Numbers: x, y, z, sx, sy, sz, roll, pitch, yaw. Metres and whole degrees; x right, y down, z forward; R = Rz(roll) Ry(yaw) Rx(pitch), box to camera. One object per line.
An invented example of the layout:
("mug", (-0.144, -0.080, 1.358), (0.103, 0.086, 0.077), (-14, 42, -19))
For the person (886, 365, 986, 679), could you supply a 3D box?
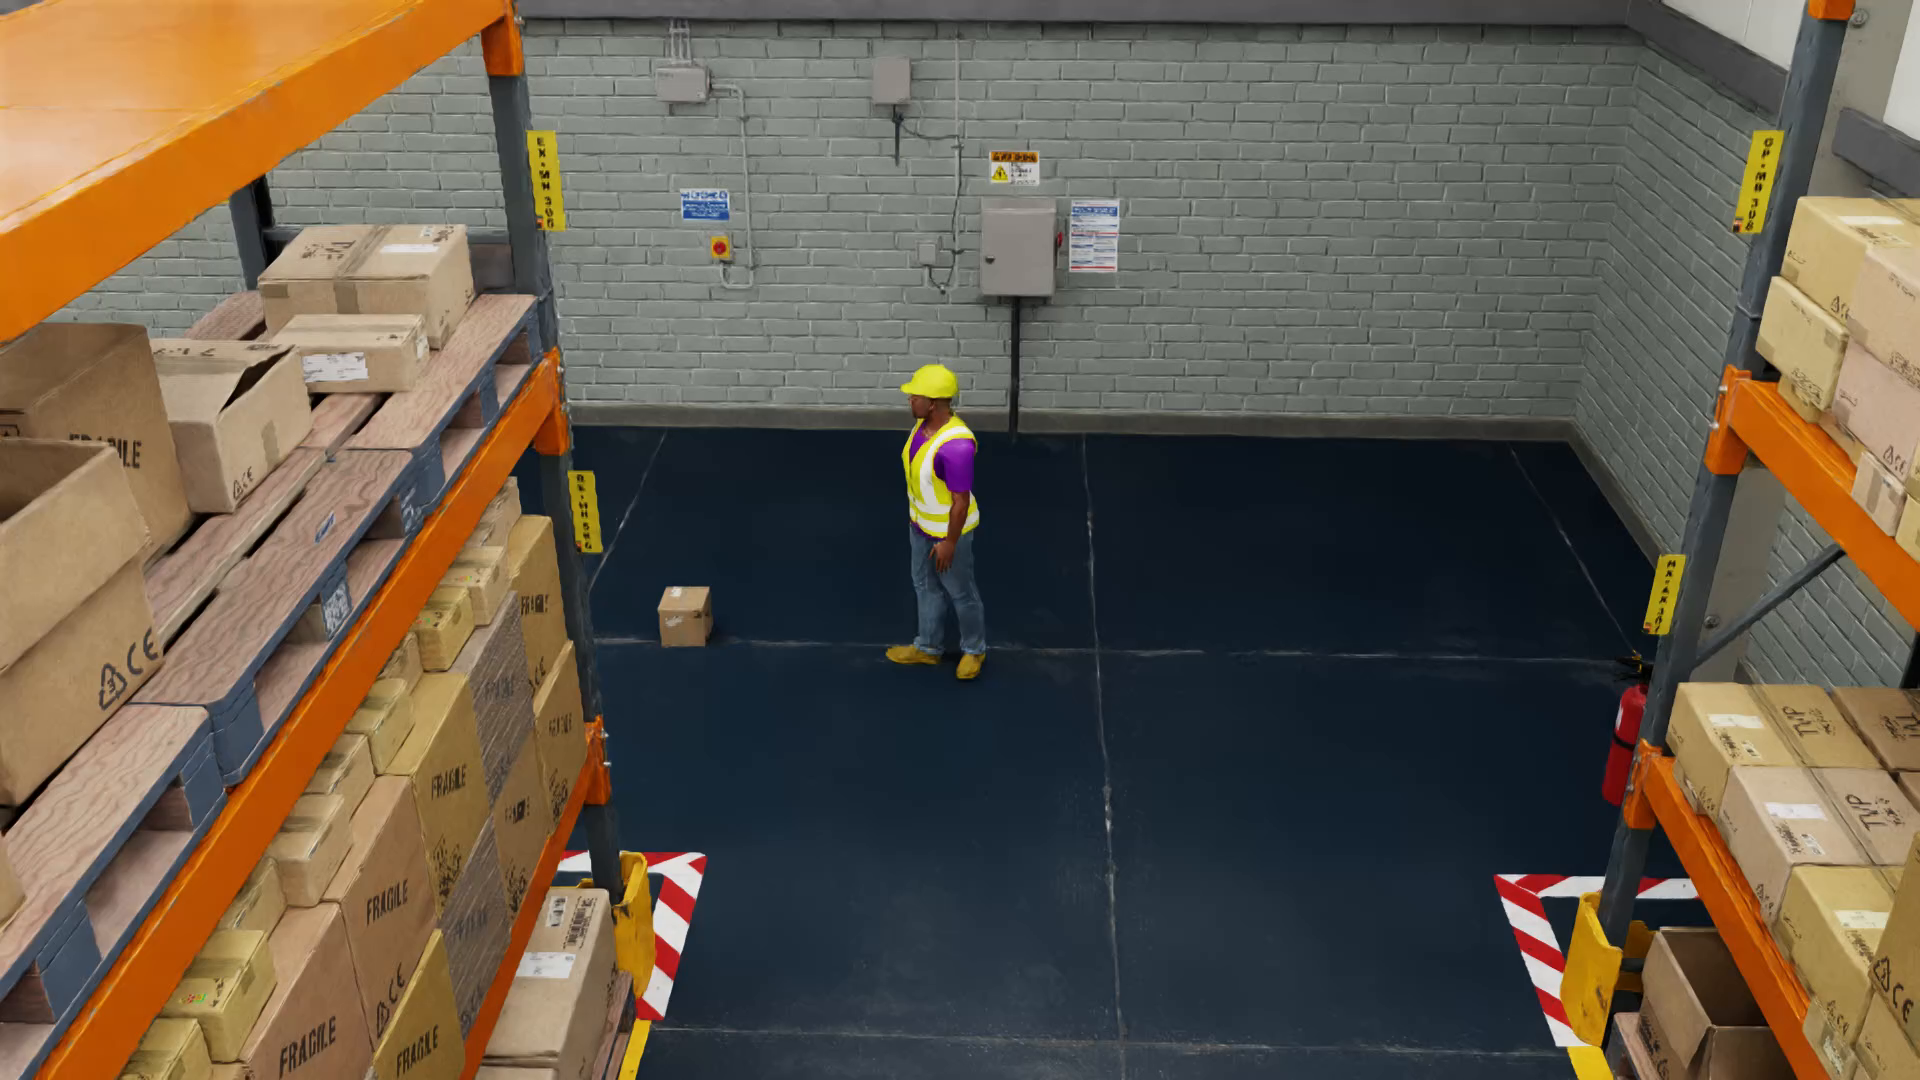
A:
("person", (-0.092, -0.085, 8.738), (0.480, 1.775, 0.576), (-14, 31, -24))
